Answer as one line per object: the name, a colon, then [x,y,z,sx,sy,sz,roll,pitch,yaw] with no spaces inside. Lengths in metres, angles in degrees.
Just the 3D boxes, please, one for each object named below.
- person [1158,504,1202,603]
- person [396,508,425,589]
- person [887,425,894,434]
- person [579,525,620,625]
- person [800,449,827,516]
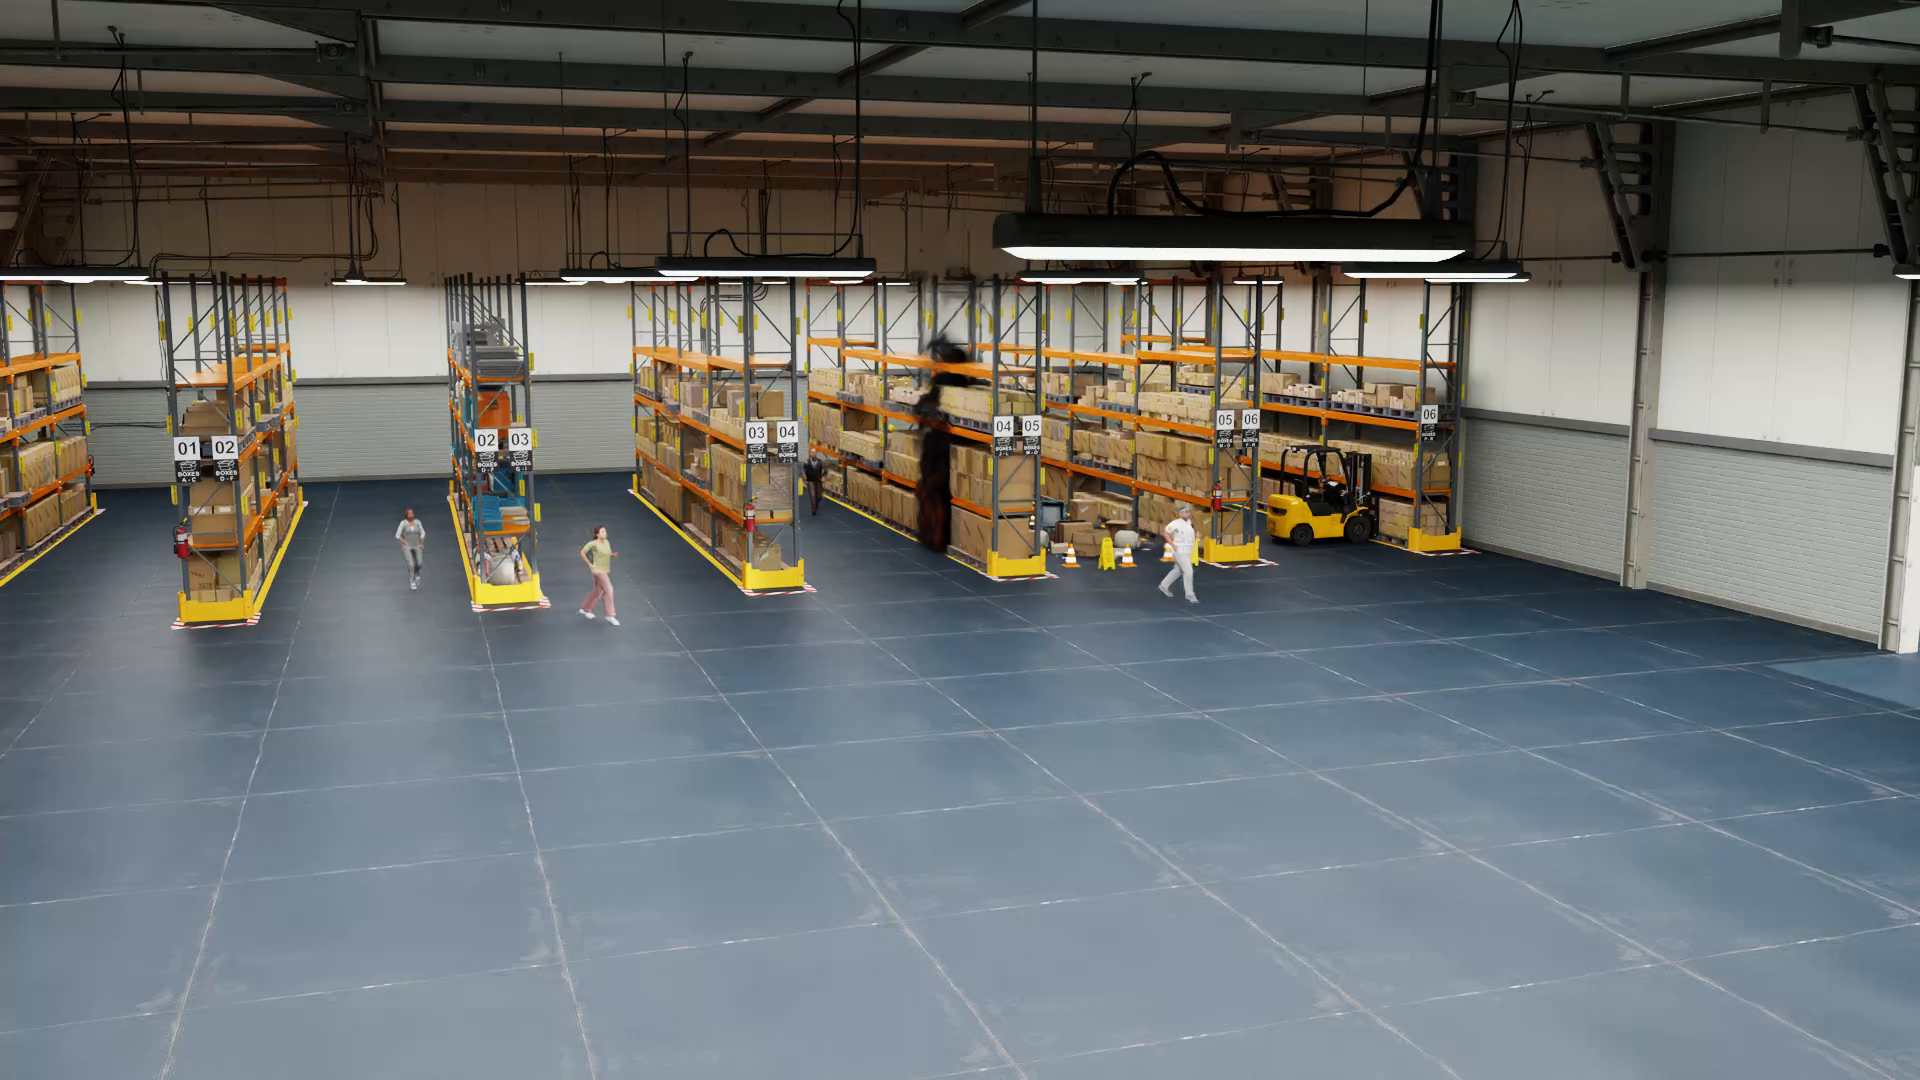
person: [4.080,0.235,30.685,0.884,1.831,0.636,5,10,29]
person: [-10.494,0.164,31.825,0.553,1.563,0.533,-5,10,-28]
person: [-2.004,-2.460,48.468,0.723,1.786,0.864,-5,10,-32]
person: [-6.209,0.592,28.690,0.824,1.714,0.551,3,9,19]
person: [-3.716,-1.479,42.258,0.695,1.685,0.771,-2,9,-13]
